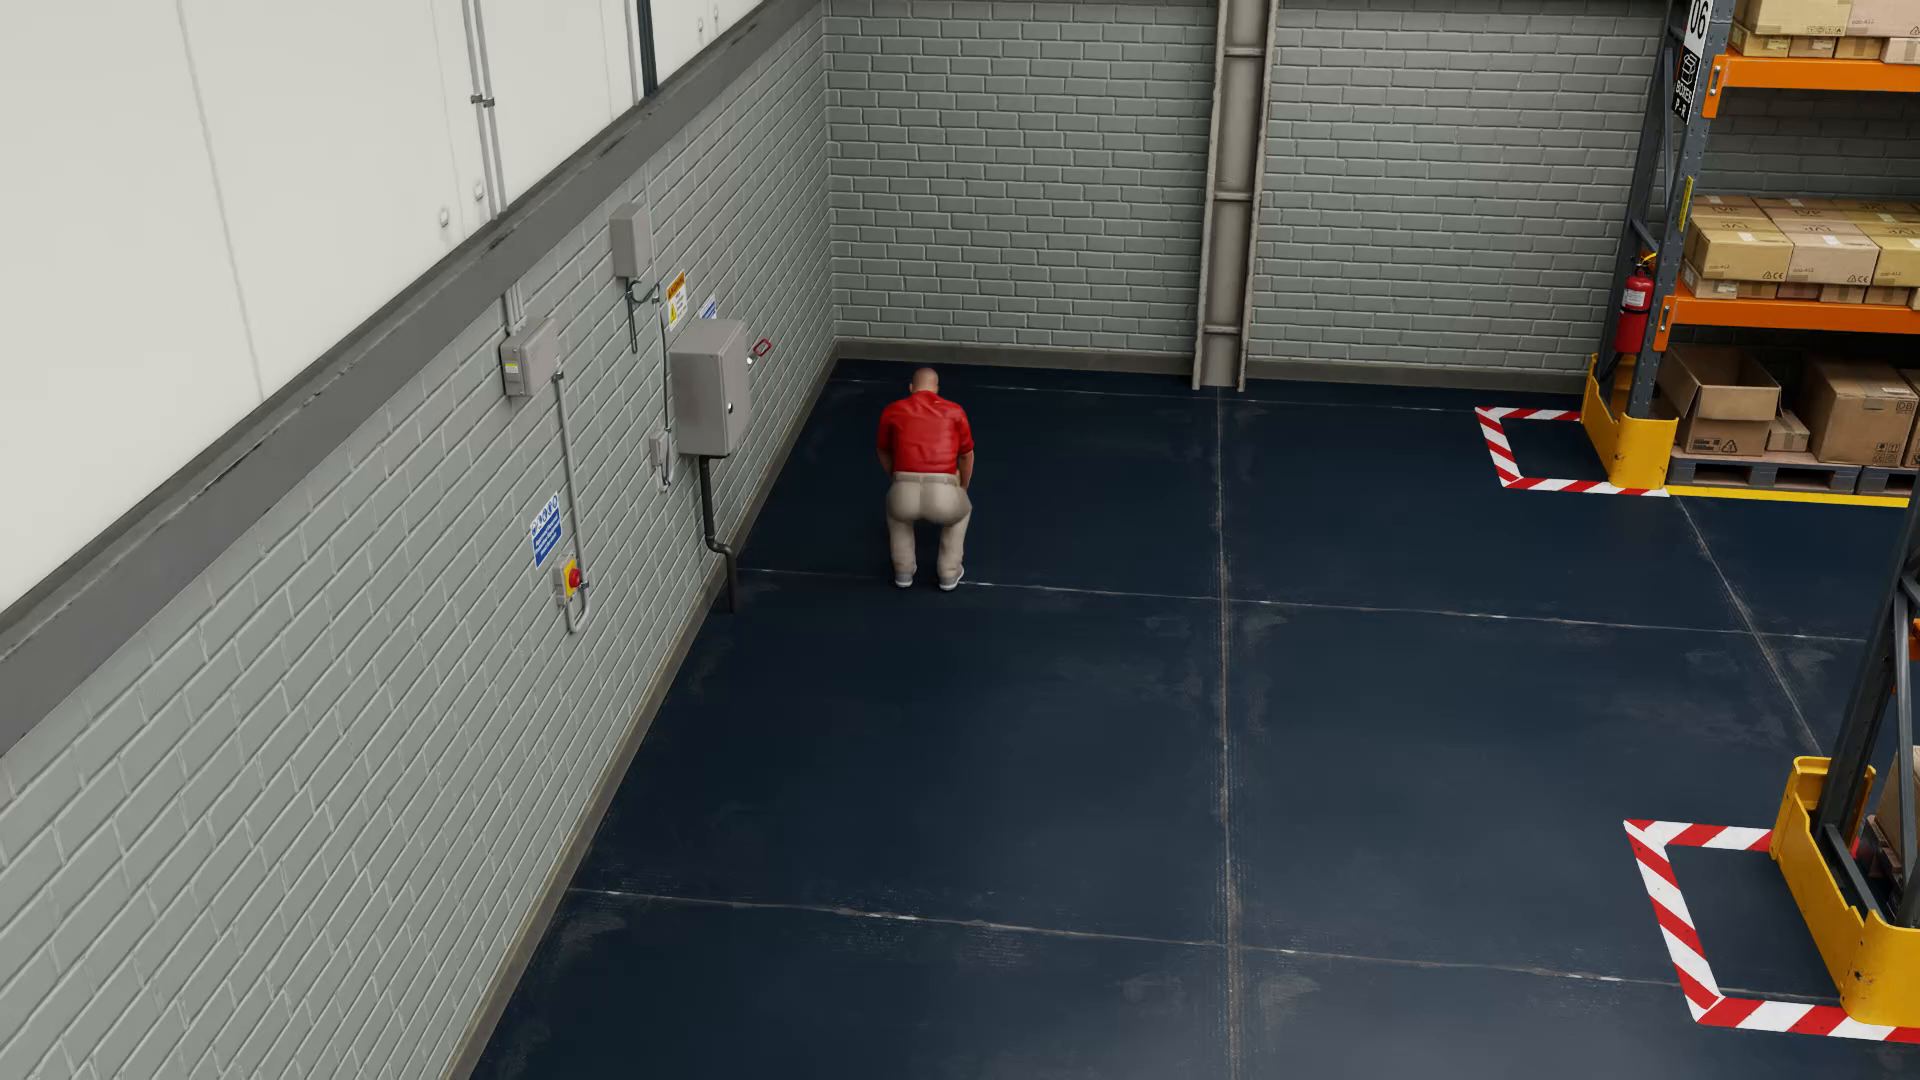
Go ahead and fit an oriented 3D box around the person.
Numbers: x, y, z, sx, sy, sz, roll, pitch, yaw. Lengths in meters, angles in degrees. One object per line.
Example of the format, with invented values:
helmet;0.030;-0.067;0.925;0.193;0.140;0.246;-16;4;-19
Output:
person;-0.224;-0.344;9.839;0.581;1.208;0.776;3;28;6
